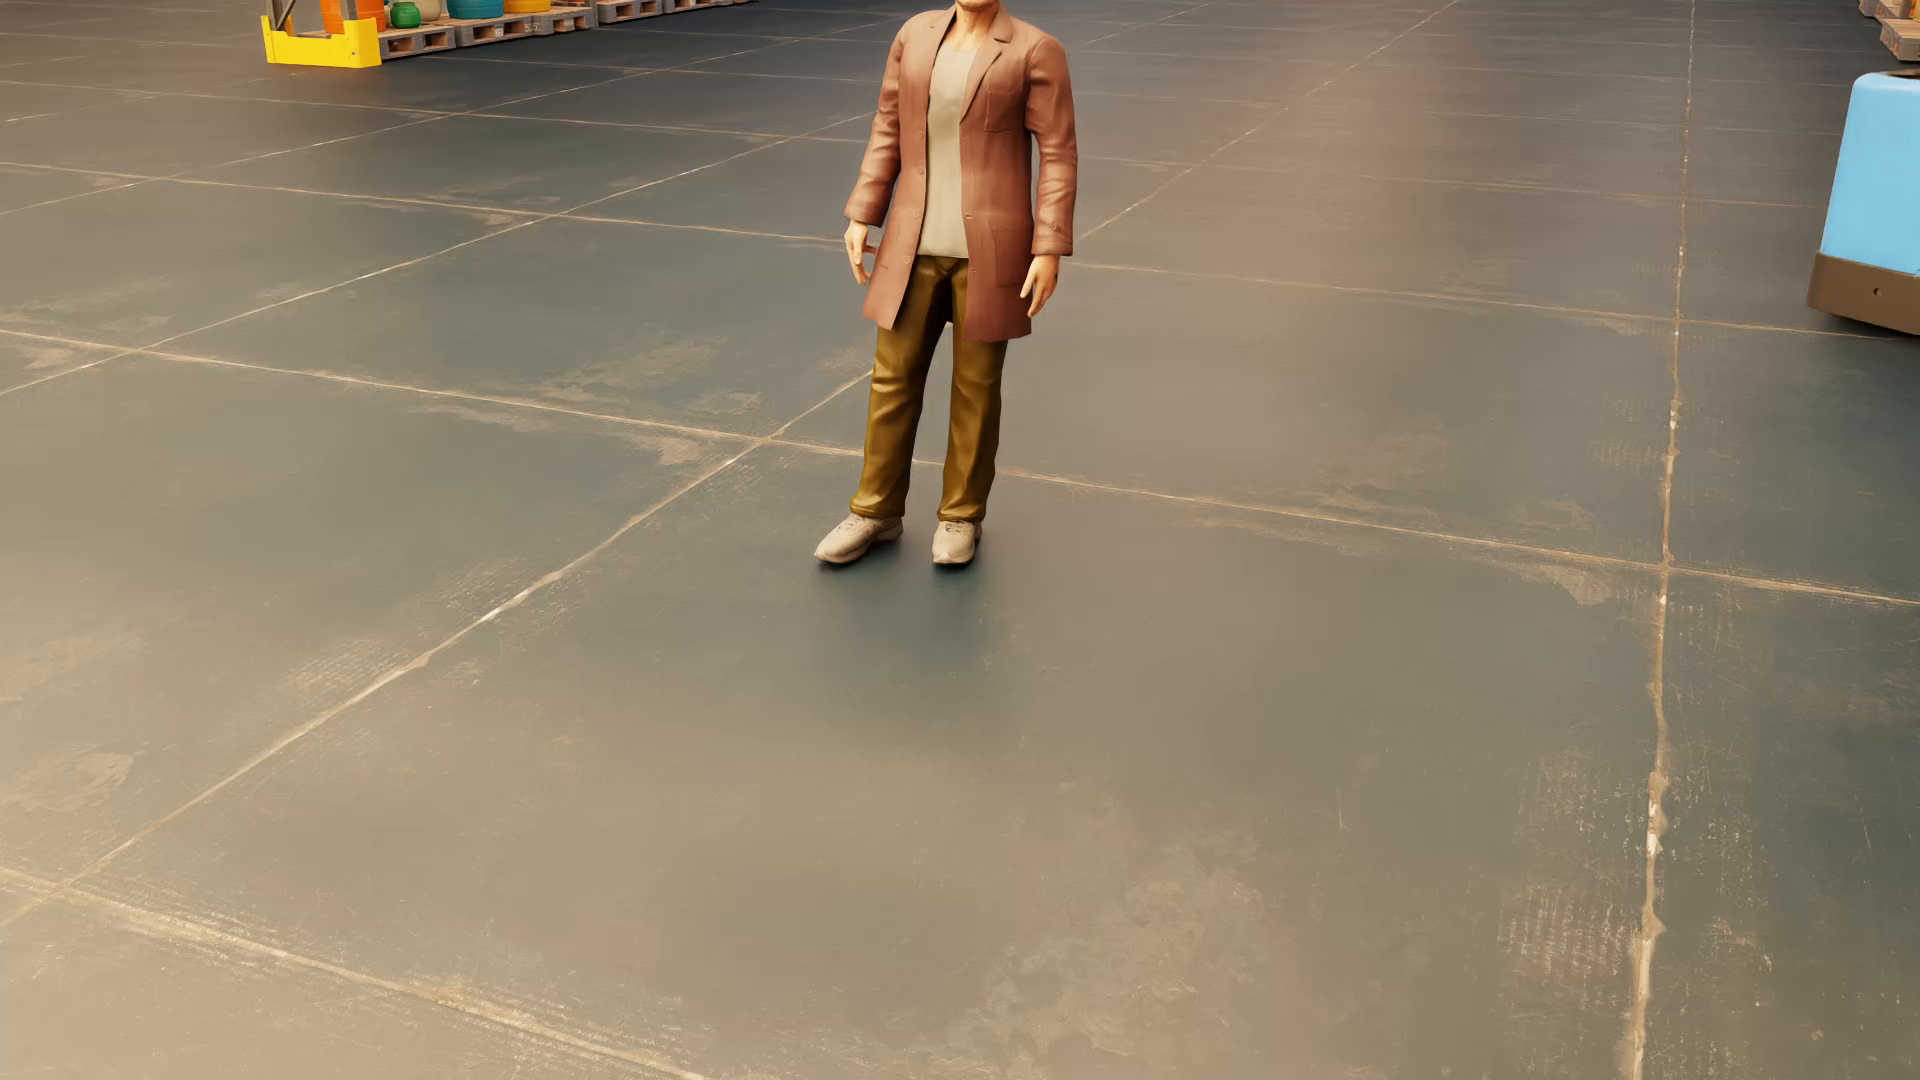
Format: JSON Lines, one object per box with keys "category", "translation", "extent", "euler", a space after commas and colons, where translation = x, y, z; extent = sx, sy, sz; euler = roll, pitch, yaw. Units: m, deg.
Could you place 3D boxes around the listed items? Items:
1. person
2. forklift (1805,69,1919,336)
{"category": "person", "translation": [-0.039, -0.795, 4.670], "extent": [0.698, 1.778, 0.579], "euler": [9, 24, 21]}
{"category": "forklift", "translation": [5.316, -2.428, 7.102], "extent": [3.031, 2.935, 1.130], "euler": [-11, 25, -25]}
